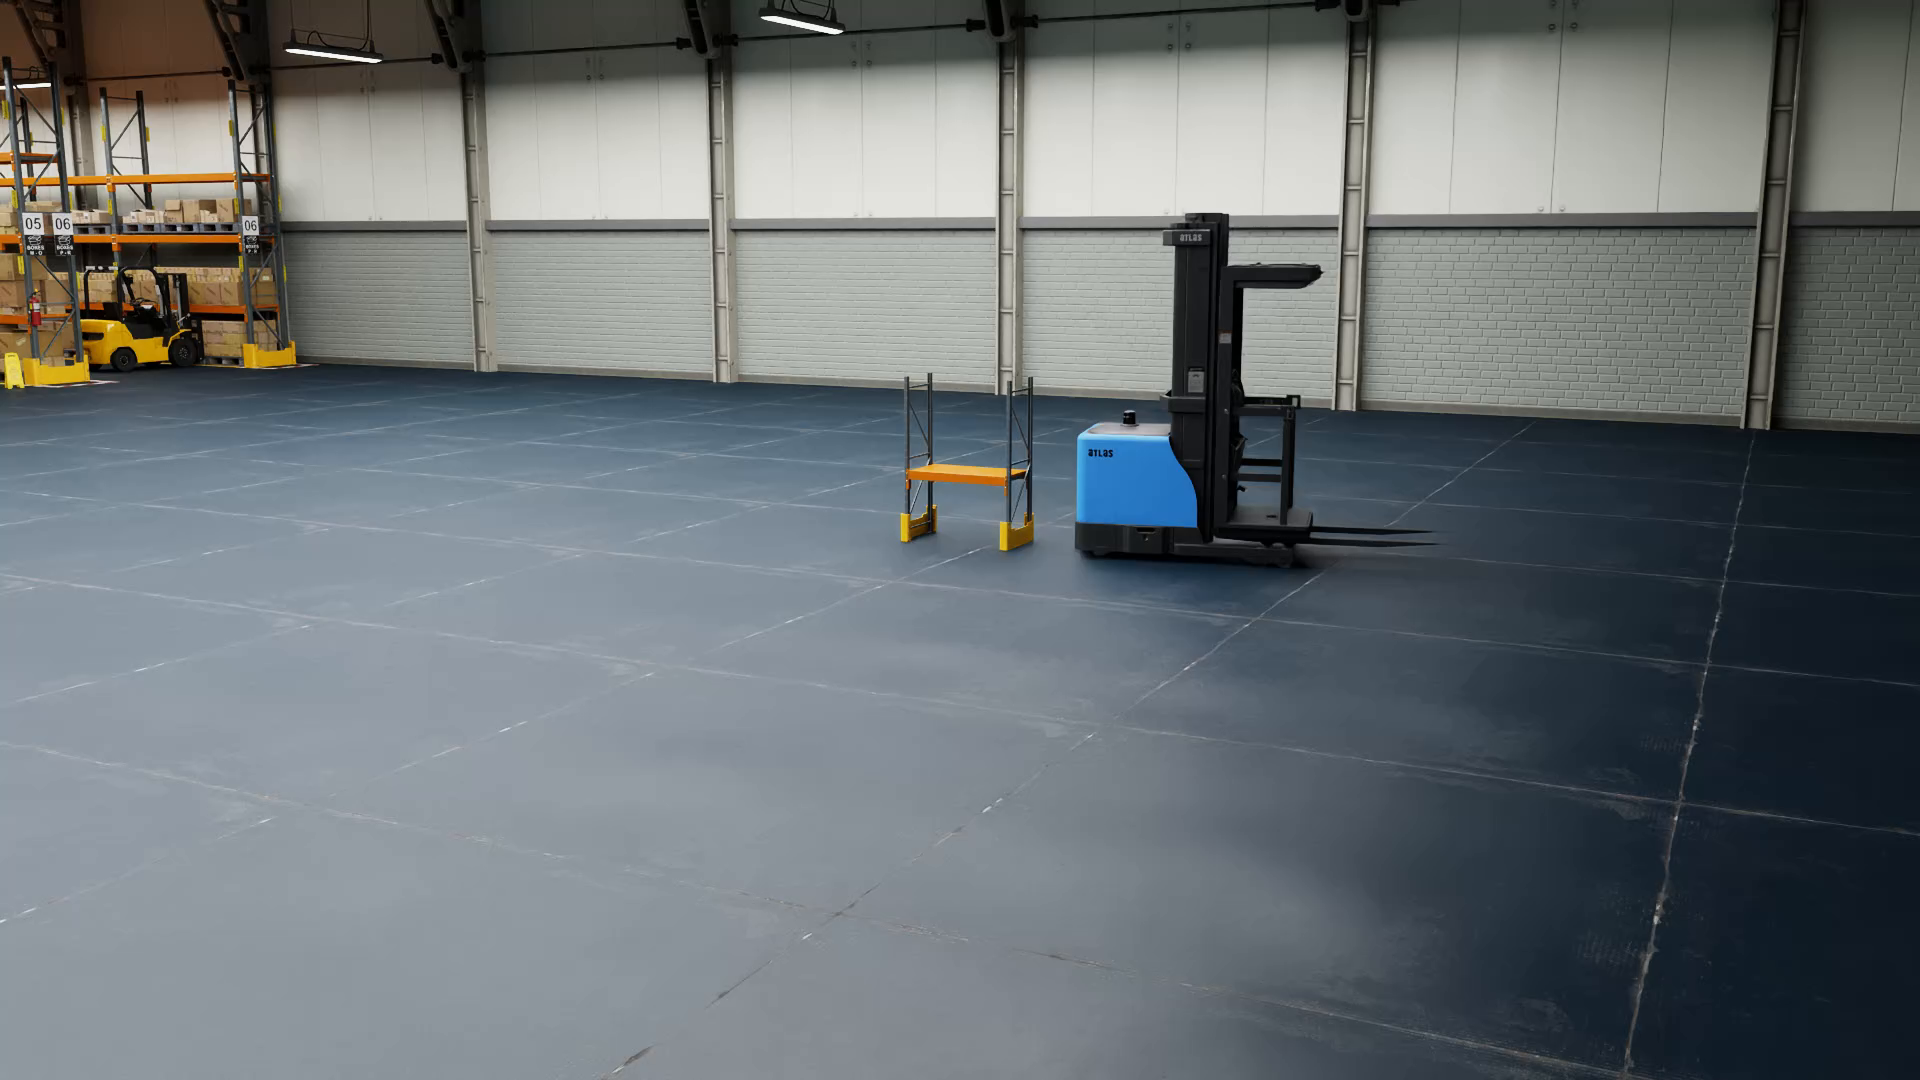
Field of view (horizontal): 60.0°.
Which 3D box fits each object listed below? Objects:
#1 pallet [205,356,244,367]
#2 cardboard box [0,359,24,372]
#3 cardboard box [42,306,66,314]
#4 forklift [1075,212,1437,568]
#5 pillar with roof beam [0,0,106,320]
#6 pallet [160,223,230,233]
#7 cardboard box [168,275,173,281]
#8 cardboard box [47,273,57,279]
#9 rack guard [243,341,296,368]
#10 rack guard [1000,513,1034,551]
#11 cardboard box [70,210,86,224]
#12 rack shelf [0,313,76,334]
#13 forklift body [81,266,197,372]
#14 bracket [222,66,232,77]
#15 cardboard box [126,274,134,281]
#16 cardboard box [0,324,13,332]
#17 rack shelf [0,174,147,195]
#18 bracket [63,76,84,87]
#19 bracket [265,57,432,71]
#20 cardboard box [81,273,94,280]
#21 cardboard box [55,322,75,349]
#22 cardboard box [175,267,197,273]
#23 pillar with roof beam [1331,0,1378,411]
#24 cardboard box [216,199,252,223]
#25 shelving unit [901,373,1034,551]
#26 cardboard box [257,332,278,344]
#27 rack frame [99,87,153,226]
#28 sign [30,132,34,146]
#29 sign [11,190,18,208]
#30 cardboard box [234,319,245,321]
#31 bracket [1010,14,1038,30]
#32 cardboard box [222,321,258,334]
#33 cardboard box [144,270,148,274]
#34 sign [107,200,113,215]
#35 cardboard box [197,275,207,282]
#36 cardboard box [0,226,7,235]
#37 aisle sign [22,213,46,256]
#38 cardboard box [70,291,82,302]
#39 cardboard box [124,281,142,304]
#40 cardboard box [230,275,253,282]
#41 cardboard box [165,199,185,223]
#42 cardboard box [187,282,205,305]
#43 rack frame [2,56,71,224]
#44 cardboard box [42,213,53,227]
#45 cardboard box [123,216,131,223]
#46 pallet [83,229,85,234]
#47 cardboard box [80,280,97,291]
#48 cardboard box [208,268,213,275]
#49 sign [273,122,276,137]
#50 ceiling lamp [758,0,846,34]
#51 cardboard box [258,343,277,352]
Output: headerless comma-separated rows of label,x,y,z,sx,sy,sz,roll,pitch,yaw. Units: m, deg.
pallet,-15.757,-3.962,36.548,1.213,0.211,1.003,5,11,26
cardboard box,-18.111,-3.364,31.954,0.500,0.250,0.500,5,11,26
cardboard box,-17.458,-4.424,31.975,0.250,0.149,0.380,5,11,26
forklift,2.572,-1.313,14.274,3.031,2.935,1.130,3,11,14
pillar with roof beam,-22.564,-8.217,35.381,0.548,9.000,9.100,5,11,26
pallet,-16.773,-6.869,36.605,1.213,0.211,1.003,5,11,26
cardboard box,-17.335,-5.791,36.725,0.250,0.149,0.380,5,11,24
cardboard box,-20.909,-6.107,38.469,0.250,0.149,0.380,5,12,27
rack guard,-15.031,-4.049,36.216,0.348,0.500,1.175,5,11,26
rack guard,0.515,-0.078,14.978,0.087,0.250,0.587,5,11,26
cardboard box,-20.085,-7.362,37.874,0.500,0.311,0.500,5,11,24
rack shelf,-19.039,-4.291,32.557,4.000,0.370,1.077,5,11,26
forklift body,-17.560,-4.721,35.295,1.214,2.155,2.313,5,11,26
bracket,-15.807,-10.179,36.115,0.430,0.232,0.235,5,11,26
cardboard box,-18.470,-5.897,37.308,0.250,0.149,0.380,5,11,25
cardboard box,-18.438,-4.069,31.924,0.250,0.149,0.380,5,12,27
rack shelf,-20.433,-8.154,38.181,4.000,0.370,1.077,5,11,26
bracket,-20.444,-10.586,38.366,0.430,0.232,0.235,5,11,26
bracket,-12.737,-9.909,34.624,4.783,0.066,0.076,5,11,26
cardboard box,-19.774,-6.000,37.878,0.250,0.149,0.380,5,11,24
cardboard box,-20.480,-4.794,38.807,0.625,0.625,0.875,5,11,23
cardboard box,-17.063,-5.932,36.668,0.250,0.149,0.380,5,11,26
pillar with roof beam,4.340,-5.853,22.319,0.548,9.000,9.100,5,11,26
cardboard box,-15.557,-7.057,35.659,0.500,0.500,0.500,5,12,28
shelving unit,0.068,-0.732,15.083,1.083,1.500,0.587,5,11,26
cardboard box,-15.382,-4.450,36.554,0.500,0.250,0.500,5,12,27
rack frame,-18.640,-8.548,37.211,0.127,3.000,1.000,5,11,26
sign,-21.984,-9.489,39.346,0.005,0.325,0.100,5,11,26
sign,-17.509,-6.312,30.795,0.005,0.325,0.100,5,11,26
cardboard box,-15.849,-4.733,36.713,0.500,0.250,0.500,5,11,26
bracket,1.079,-8.695,27.916,0.430,0.232,0.235,5,11,26
cardboard box,-15.603,-4.613,36.047,0.500,0.250,0.500,5,12,28
cardboard box,-17.978,-6.013,37.114,0.250,0.149,0.380,5,11,25
sign,-18.871,-7.393,36.921,0.005,0.325,0.100,5,11,26
cardboard box,-16.413,-5.712,36.285,0.250,0.149,0.380,5,11,24
cardboard box,-17.927,-5.838,31.365,0.250,0.149,0.380,5,11,26
aisle sign,-17.318,-5.715,31.107,0.004,0.787,0.394,5,11,26
cardboard box,-20.092,-5.603,38.204,0.500,0.250,0.500,5,11,26
cardboard box,-18.357,-5.568,37.313,0.500,0.500,0.500,5,11,24
cardboard box,-15.487,-5.631,35.841,0.250,0.149,0.380,5,11,27
cardboard box,-16.939,-7.208,36.481,0.637,0.503,0.797,5,12,28
cardboard box,-16.531,-5.409,36.434,0.500,0.500,0.500,5,11,25
rack frame,-17.245,-7.439,31.087,0.127,3.000,1.000,5,11,26
cardboard box,-17.578,-6.118,31.795,0.500,0.250,0.500,5,11,25
cardboard box,-18.371,-7.120,36.991,0.250,0.149,0.380,5,12,27
pallet,-20.574,-7.167,38.535,1.213,0.211,1.003,6,12,28
cardboard box,-19.658,-5.805,37.920,0.500,0.250,0.500,5,11,24
cardboard box,-16.139,-5.852,36.224,0.250,0.149,0.380,5,11,26
sign,-14.801,-8.858,35.859,0.005,0.325,0.100,5,11,26
ceiling lamp,-2.111,-9.203,24.444,0.800,3.185,2.000,5,11,26
cardboard box,-15.406,-4.204,36.597,0.500,0.250,0.500,5,11,26
